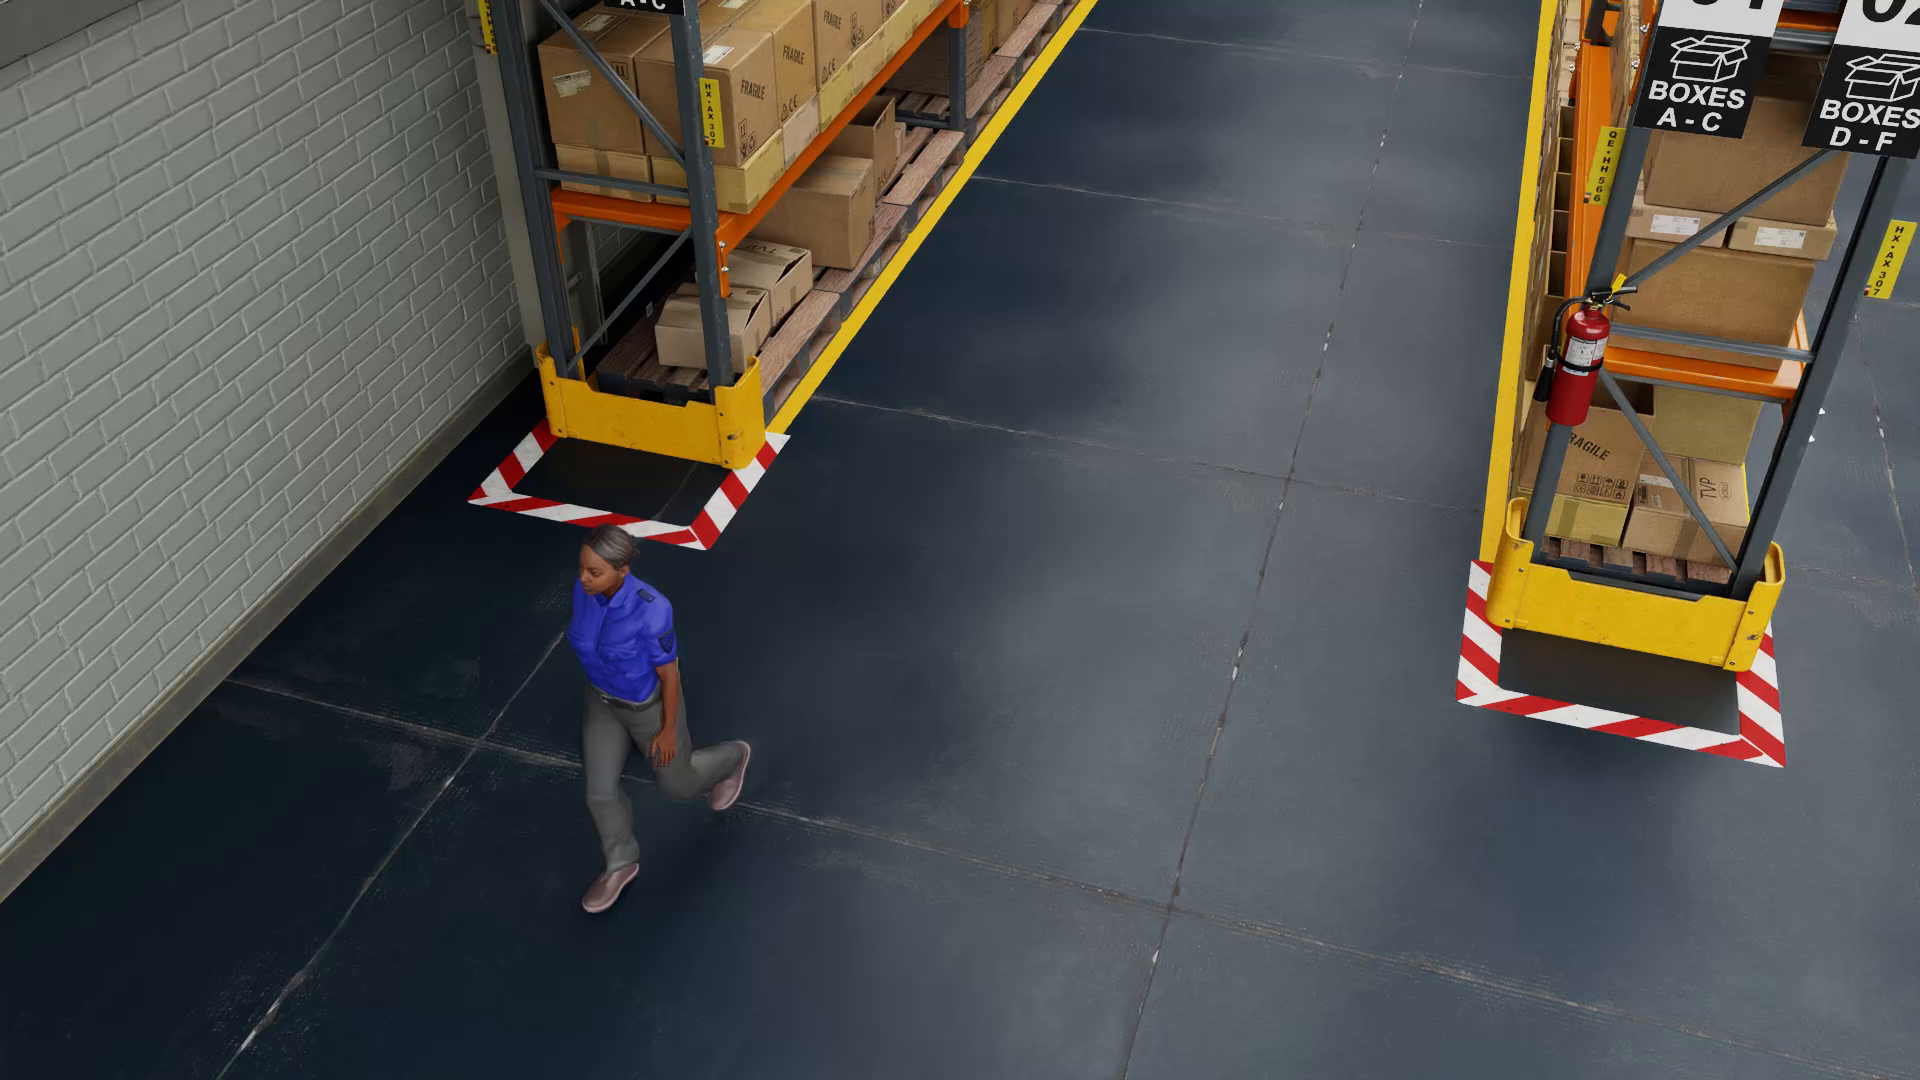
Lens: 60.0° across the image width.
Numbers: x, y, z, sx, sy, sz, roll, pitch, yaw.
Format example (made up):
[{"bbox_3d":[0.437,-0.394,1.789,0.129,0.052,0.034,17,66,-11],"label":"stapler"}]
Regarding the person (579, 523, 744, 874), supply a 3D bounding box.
[{"bbox_3d":[-1.148,0.525,6.142,0.438,1.566,0.676,17,41,21],"label":"person"}]
